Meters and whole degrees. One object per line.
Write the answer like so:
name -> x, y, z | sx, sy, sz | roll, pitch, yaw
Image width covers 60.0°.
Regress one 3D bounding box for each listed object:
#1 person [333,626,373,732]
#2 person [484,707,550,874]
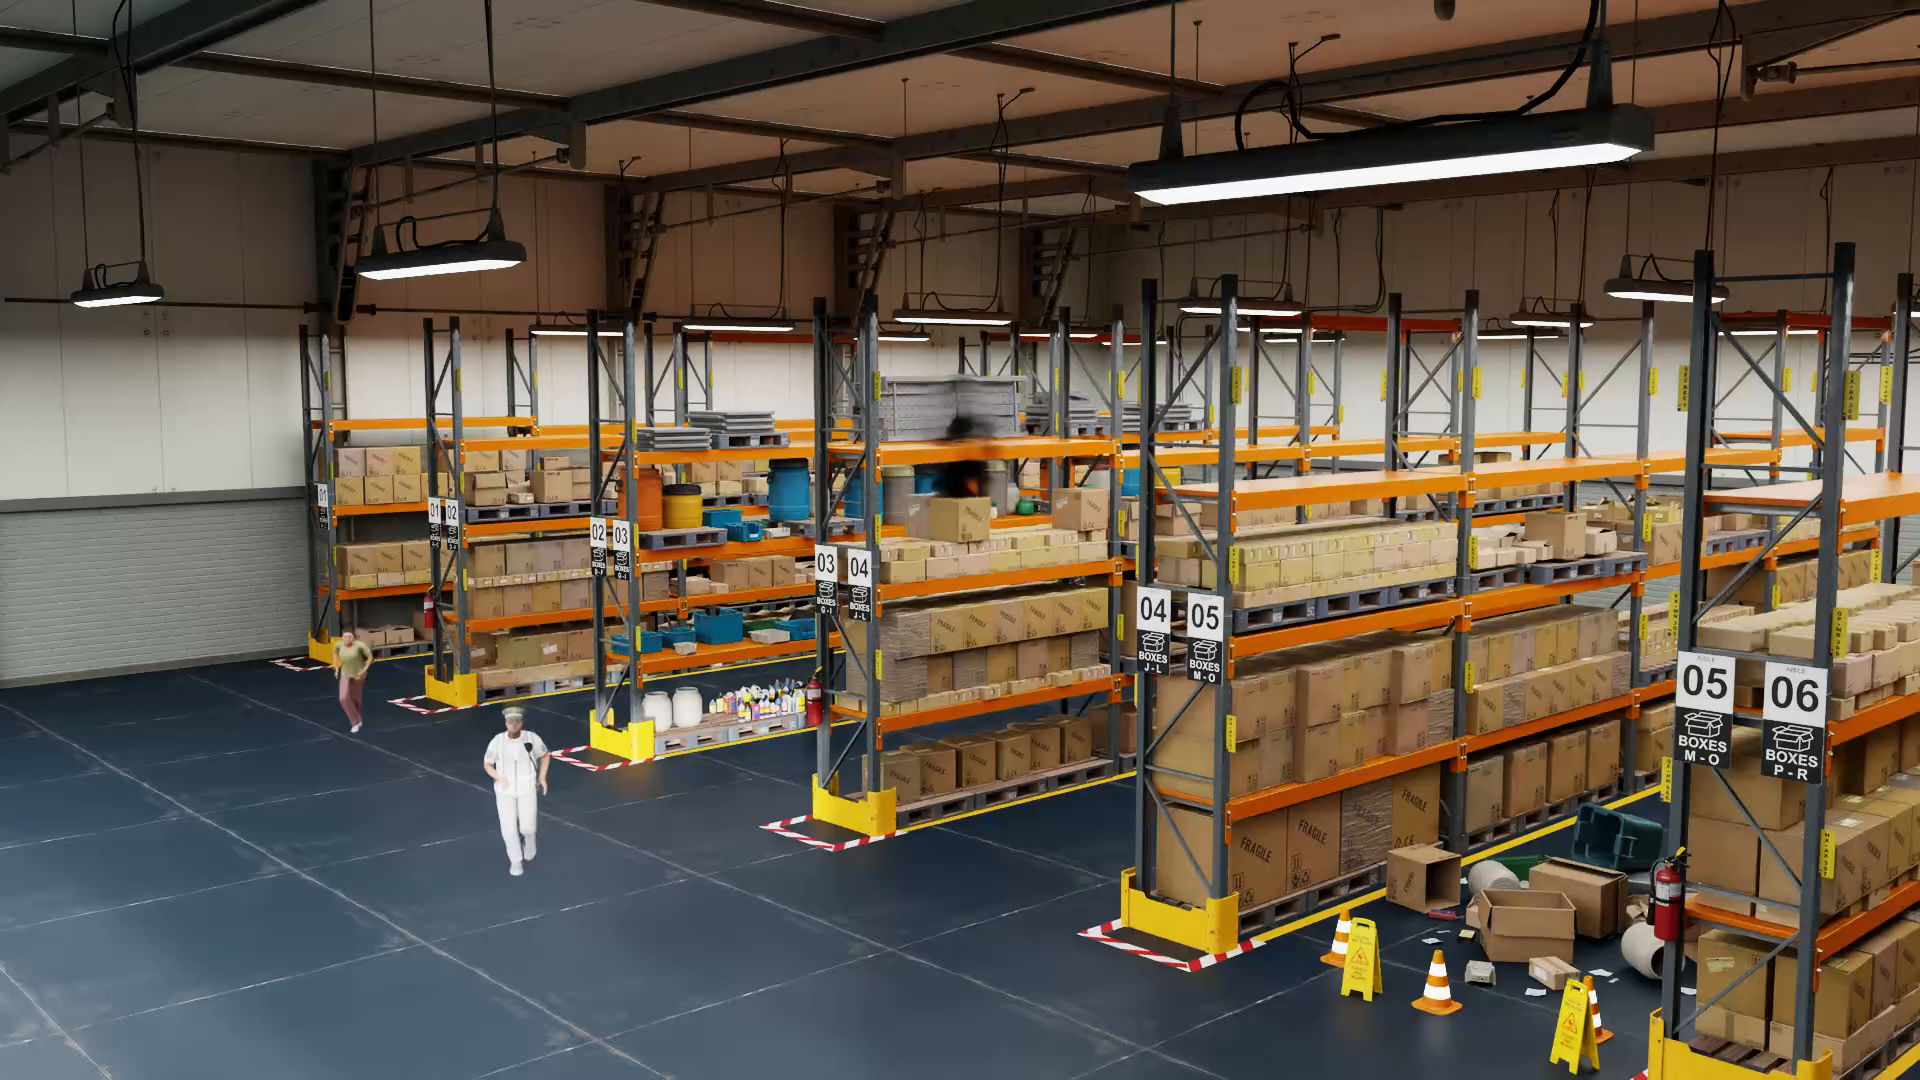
person -> -8.791, 1.988, 24.172 | 0.572, 1.584, 0.916 | -1, 6, -8
person -> -4.563, 2.575, 17.143 | 0.660, 1.743, 0.594 | -1, 6, -14
